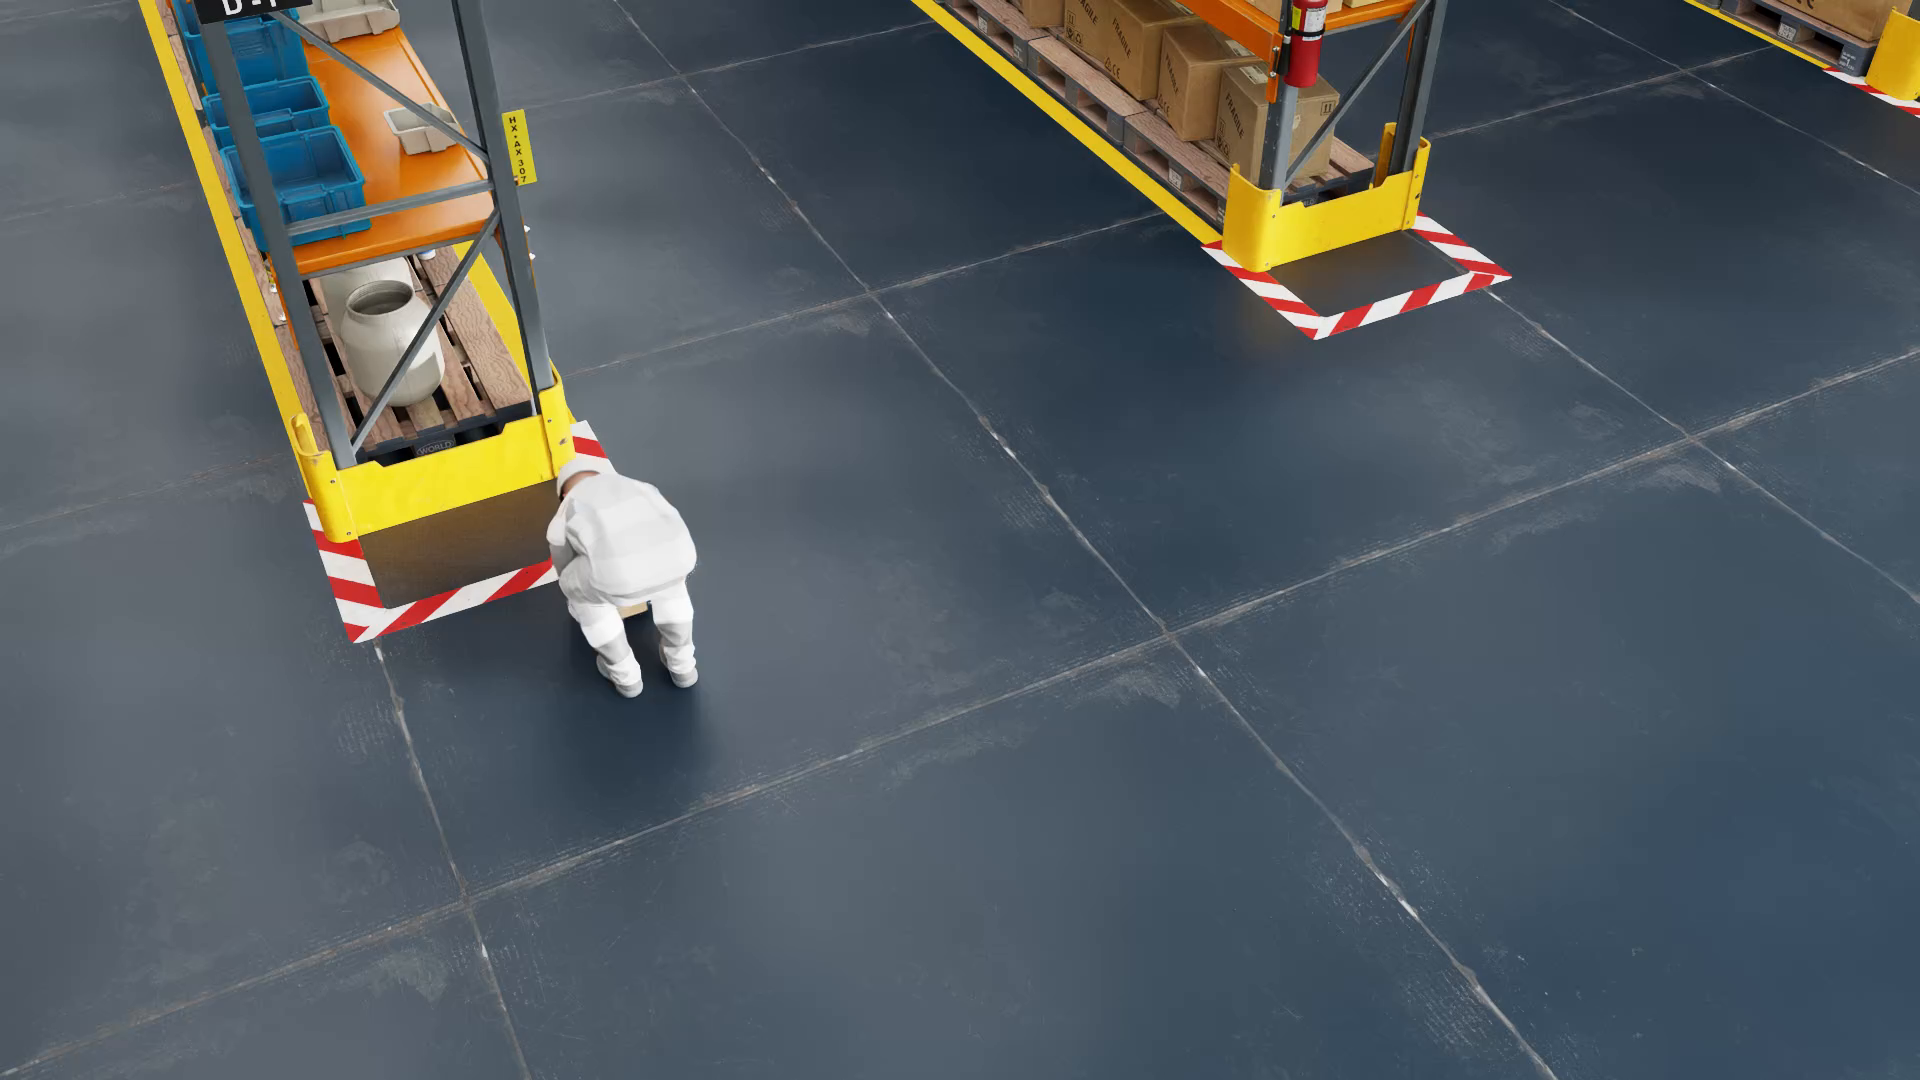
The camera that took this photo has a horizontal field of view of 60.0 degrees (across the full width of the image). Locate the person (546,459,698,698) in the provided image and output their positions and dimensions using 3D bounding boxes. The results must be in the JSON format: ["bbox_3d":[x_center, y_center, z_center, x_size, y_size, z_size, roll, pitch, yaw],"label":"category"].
[{"bbox_3d":[-1.361,0.109,6.657,0.525,0.941,0.949,-21,45,-22],"label":"person"}]
